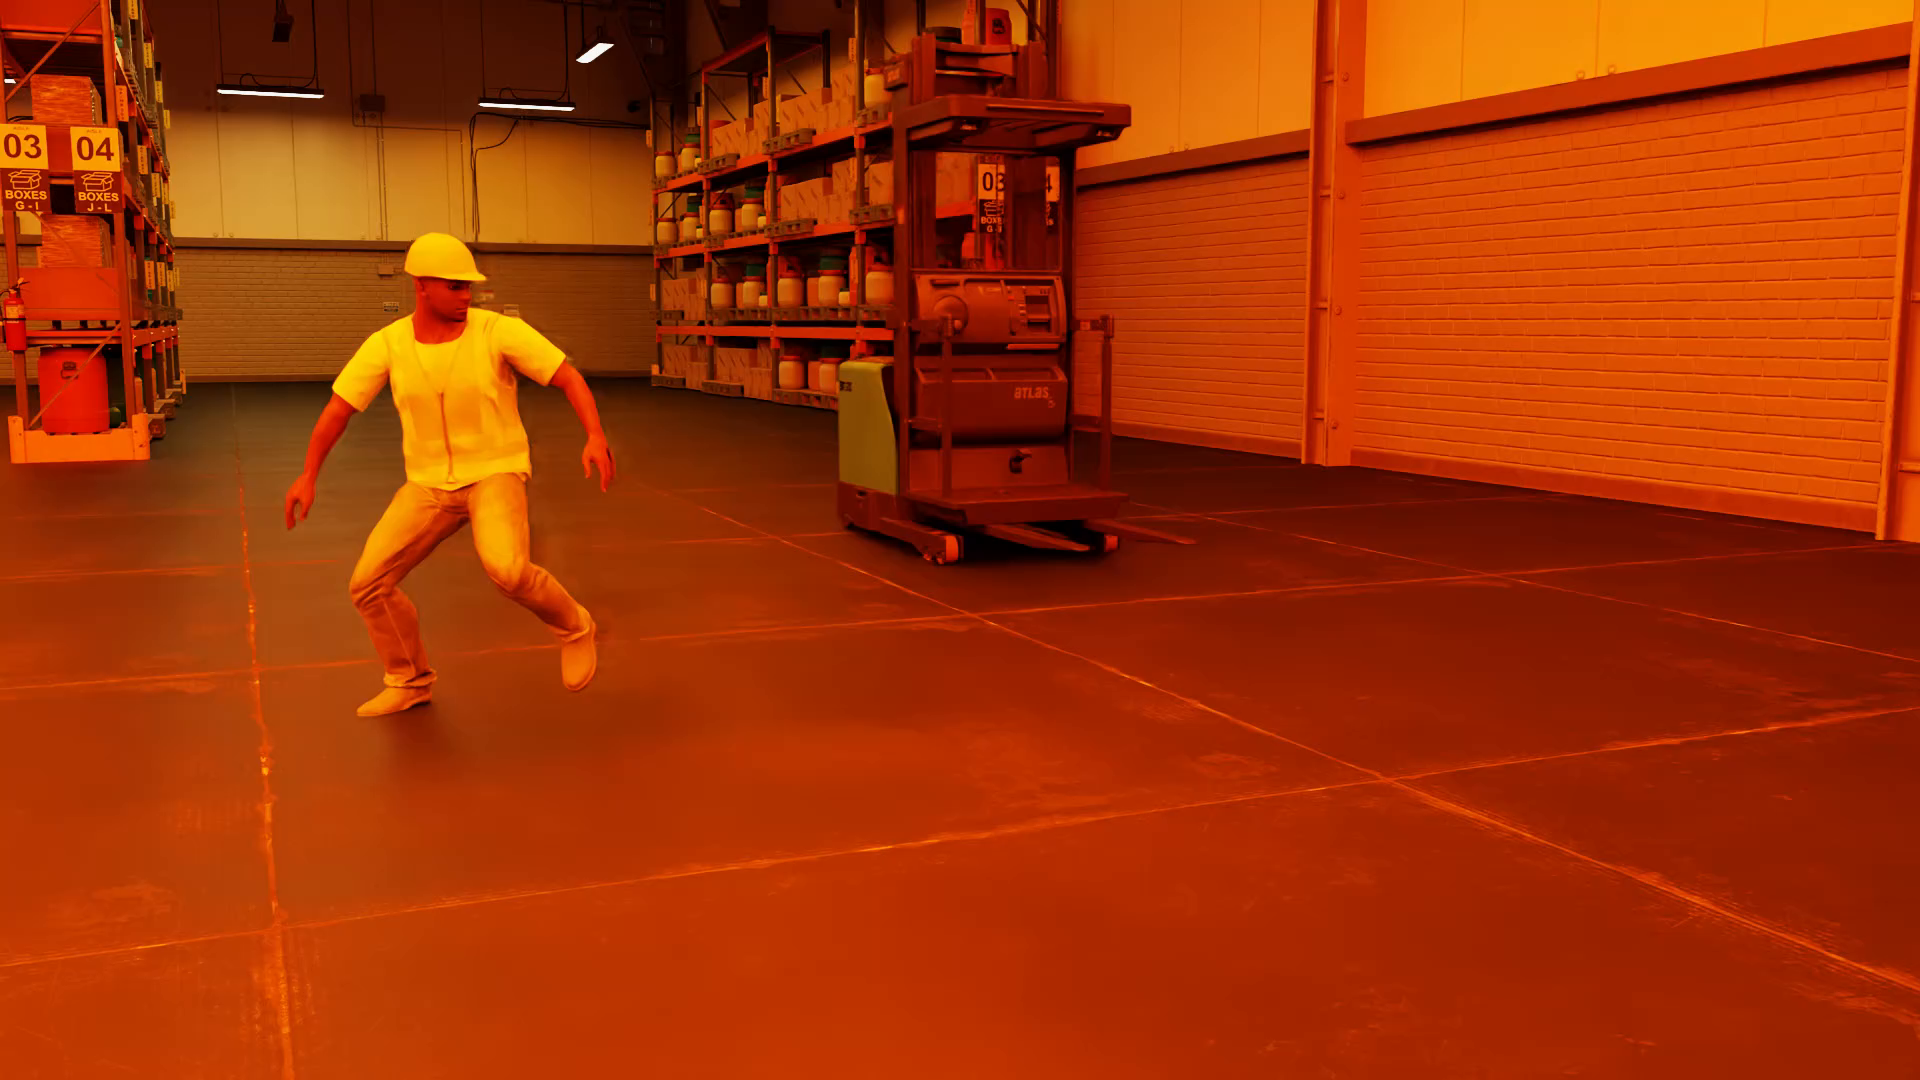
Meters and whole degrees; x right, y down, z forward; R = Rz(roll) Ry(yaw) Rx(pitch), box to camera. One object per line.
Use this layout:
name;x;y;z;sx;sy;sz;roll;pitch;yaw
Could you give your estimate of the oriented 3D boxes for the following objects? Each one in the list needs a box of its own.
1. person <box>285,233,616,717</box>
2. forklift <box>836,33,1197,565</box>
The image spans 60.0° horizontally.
person;-1.741;-0.215;5.676;1.085;1.638;0.506;1;8;6
forklift;0.269;-1.380;9.407;1.130;2.935;3.031;-3;8;-24
